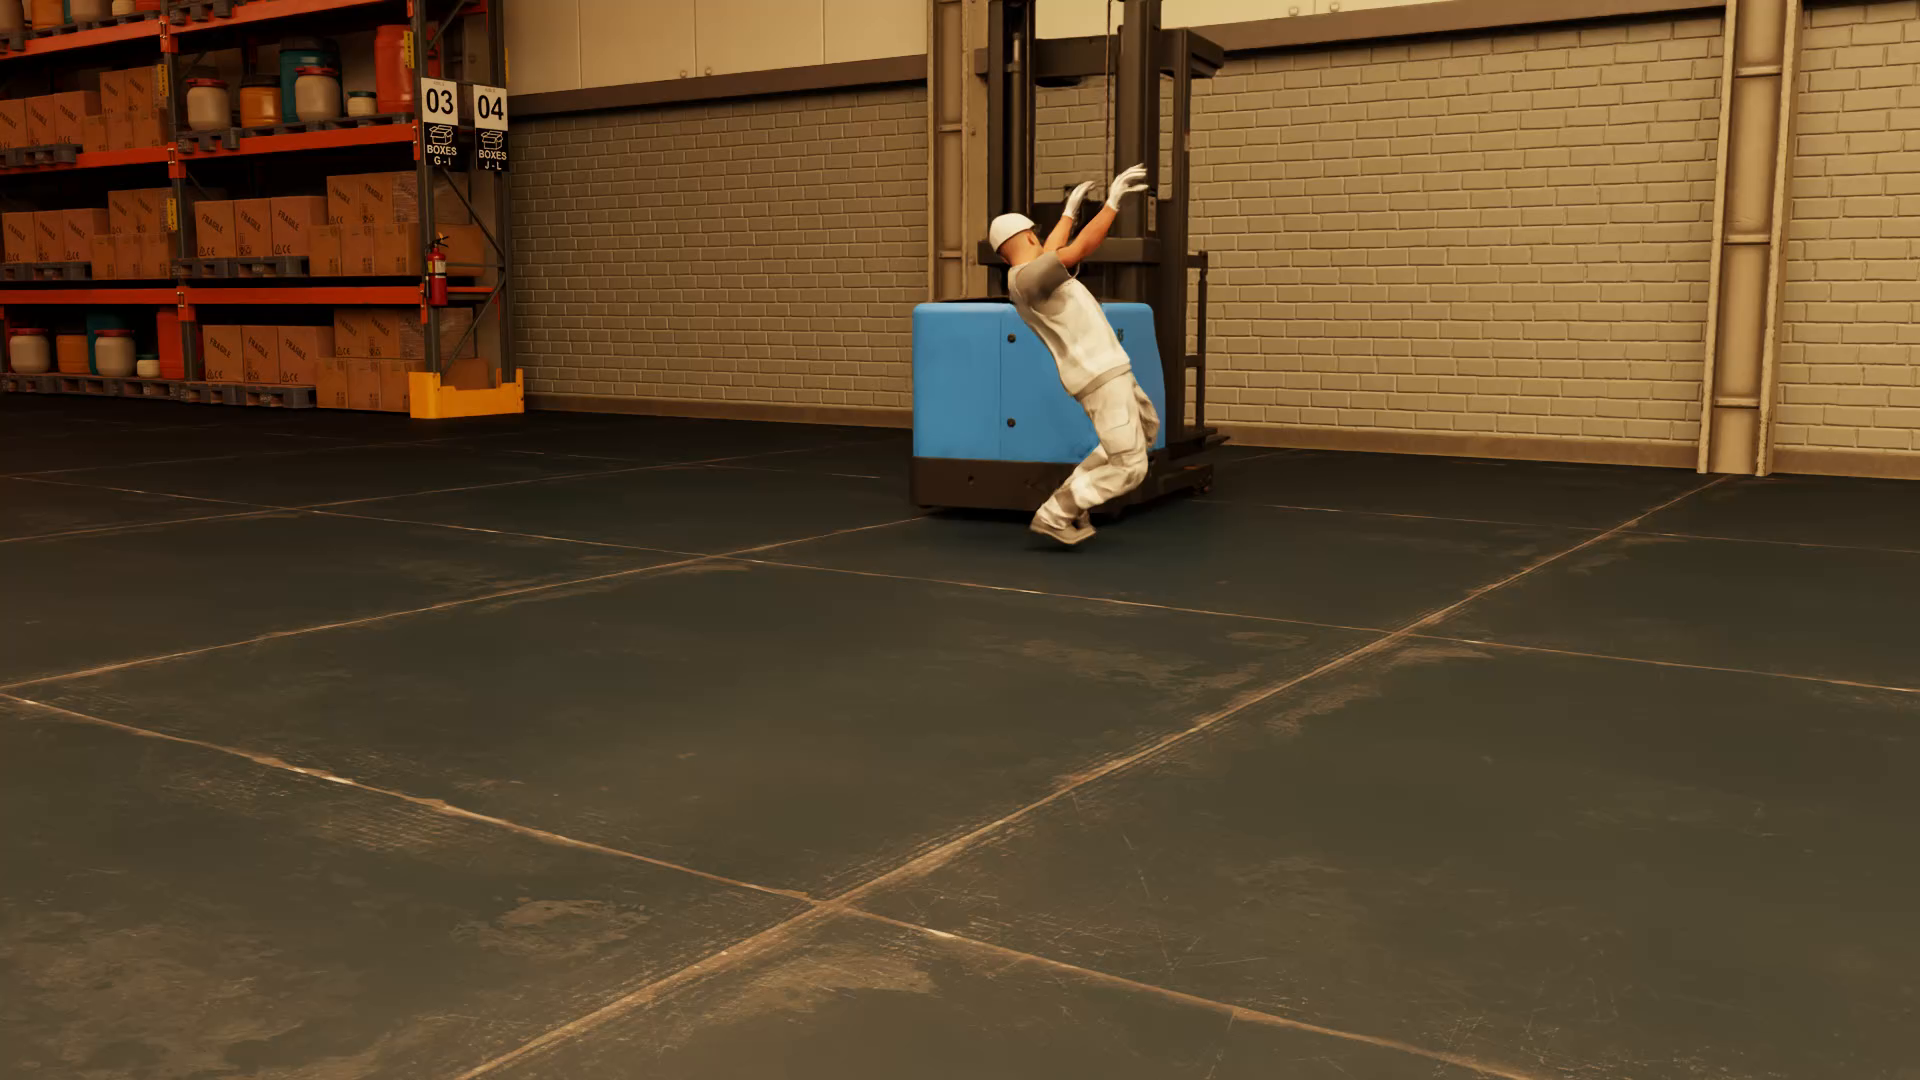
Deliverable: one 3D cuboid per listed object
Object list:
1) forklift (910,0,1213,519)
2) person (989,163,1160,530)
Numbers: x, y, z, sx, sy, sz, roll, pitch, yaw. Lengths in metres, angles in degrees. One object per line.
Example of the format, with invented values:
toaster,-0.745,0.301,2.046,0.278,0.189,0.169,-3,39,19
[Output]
forklift,0.813,-1.724,9.314,1.130,2.935,3.031,4,9,24
person,0.513,-0.839,7.367,0.774,1.548,0.999,1,8,4
